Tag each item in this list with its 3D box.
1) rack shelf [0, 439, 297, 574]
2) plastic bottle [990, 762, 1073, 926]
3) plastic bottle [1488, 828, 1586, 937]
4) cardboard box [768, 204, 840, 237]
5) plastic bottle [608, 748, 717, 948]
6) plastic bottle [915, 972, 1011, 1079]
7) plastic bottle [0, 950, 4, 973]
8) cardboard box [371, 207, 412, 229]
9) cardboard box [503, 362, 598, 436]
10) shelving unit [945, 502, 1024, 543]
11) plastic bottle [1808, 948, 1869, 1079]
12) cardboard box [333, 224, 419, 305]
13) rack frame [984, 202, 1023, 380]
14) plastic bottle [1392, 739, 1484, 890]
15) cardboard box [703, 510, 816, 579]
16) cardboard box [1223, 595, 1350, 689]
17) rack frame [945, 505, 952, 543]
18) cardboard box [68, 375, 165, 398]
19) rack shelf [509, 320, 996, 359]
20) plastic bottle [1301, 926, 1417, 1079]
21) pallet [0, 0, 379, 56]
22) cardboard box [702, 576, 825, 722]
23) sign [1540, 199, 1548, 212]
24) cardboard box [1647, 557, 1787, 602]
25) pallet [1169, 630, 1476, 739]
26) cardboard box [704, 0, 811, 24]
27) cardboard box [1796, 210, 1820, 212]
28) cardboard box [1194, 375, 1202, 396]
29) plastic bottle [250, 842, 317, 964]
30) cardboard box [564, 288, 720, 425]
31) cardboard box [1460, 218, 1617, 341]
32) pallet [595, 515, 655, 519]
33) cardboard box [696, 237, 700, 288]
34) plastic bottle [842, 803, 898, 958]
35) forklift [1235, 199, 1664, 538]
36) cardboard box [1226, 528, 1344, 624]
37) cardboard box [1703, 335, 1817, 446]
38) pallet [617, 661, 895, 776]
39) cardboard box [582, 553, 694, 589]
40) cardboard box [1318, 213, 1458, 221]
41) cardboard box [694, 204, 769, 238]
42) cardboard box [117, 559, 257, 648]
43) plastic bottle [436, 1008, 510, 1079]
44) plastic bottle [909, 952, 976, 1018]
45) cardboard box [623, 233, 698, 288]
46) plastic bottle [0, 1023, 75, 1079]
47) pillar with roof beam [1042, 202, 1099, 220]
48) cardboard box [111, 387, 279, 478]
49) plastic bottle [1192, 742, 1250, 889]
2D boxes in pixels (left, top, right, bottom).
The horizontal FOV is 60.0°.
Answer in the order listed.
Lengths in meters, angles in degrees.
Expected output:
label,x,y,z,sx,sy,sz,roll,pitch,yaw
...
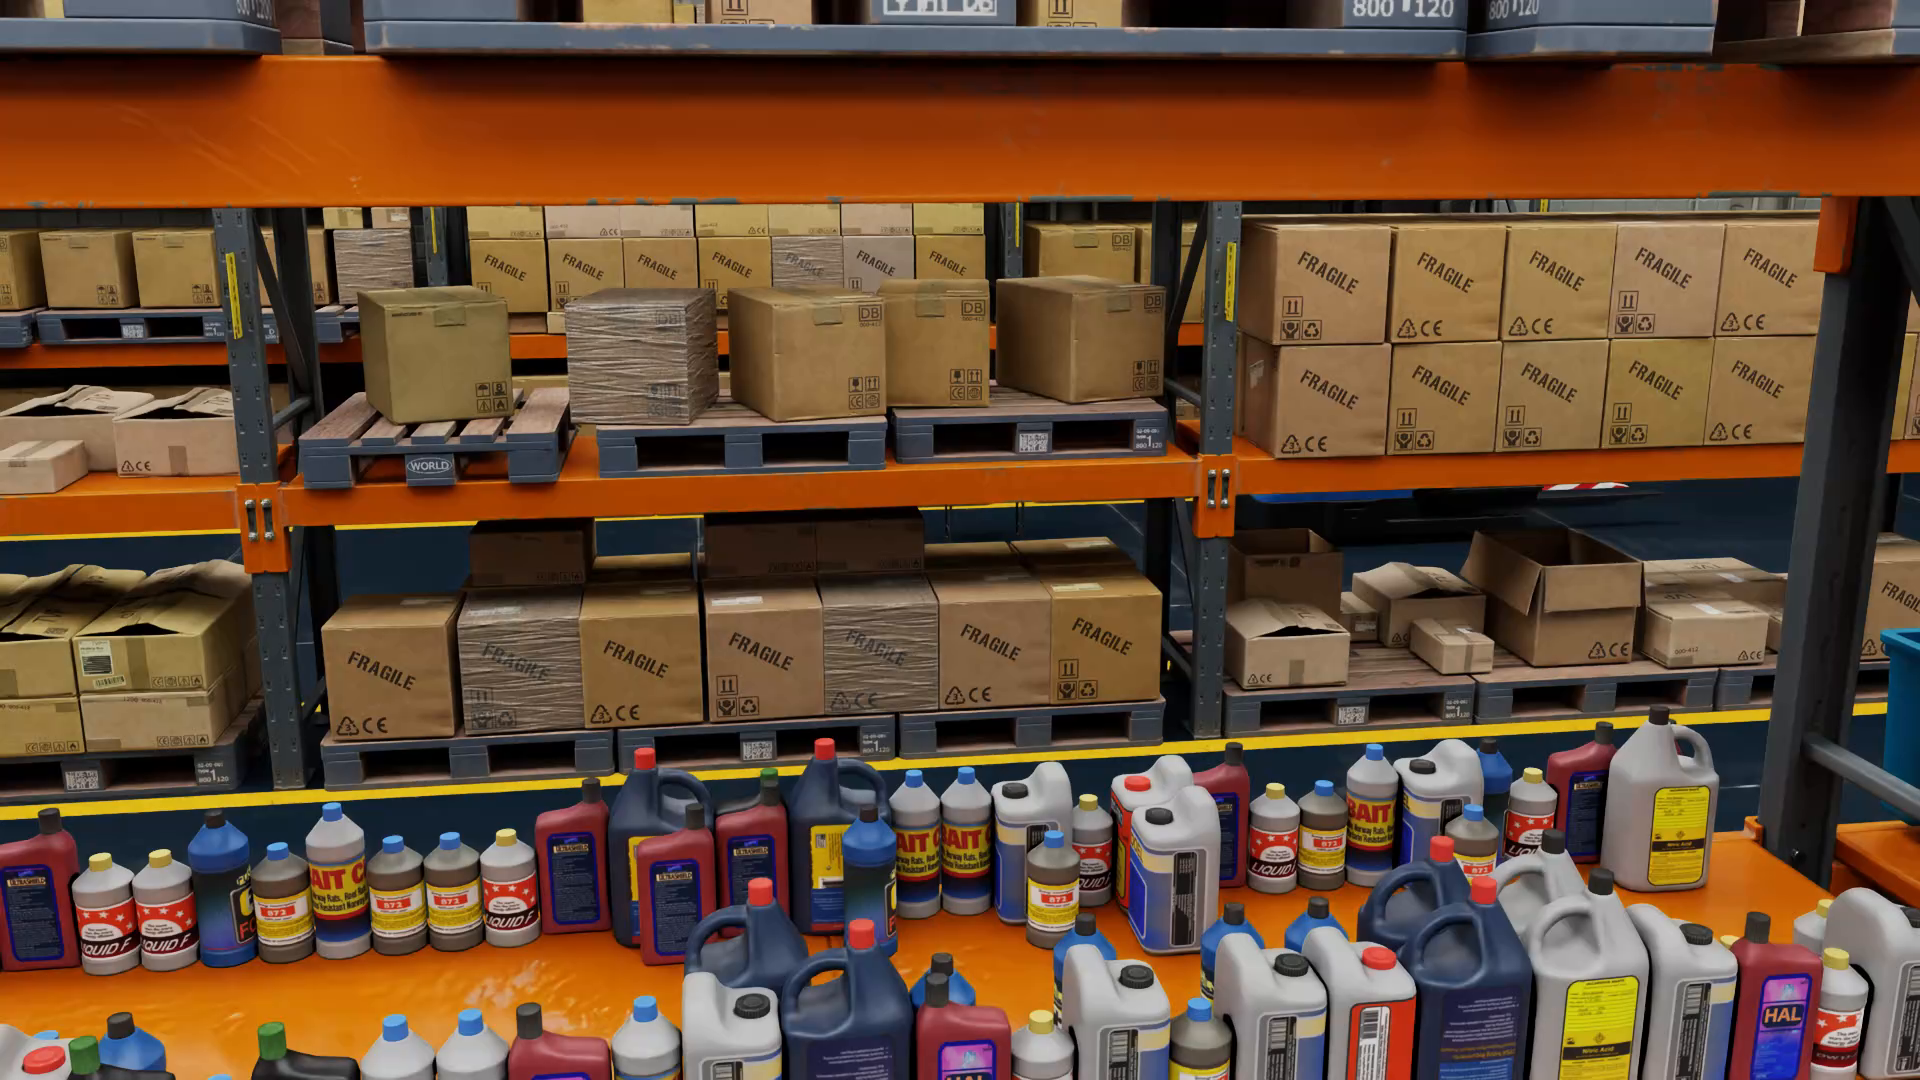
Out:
label,x,y,z,sx,sy,sz,roll,pitch,yaw
rack shelf,-4.877,-0.097,6.919,4.000,0.370,1.077,-2,14,-8
plastic bottle,0.130,0.556,3.094,0.135,0.276,0.152,-2,14,-8
plastic bottle,0.908,0.630,2.645,0.185,0.351,0.144,-2,14,-8
cardboard box,-1.121,-2.307,11.856,0.500,0.250,0.500,-2,14,-7
plastic bottle,-0.535,0.543,2.991,0.185,0.351,0.144,-2,14,-8
plastic bottle,0.004,0.741,2.339,0.133,0.283,0.061,-2,14,-8
plastic bottle,-1.712,0.653,2.860,0.097,0.201,0.097,0,14,0
cardboard box,-3.978,-2.266,11.648,0.250,0.149,0.380,-4,15,-16
cardboard box,-2.895,-0.865,12.062,0.750,0.750,0.750,-2,14,-9
shelving unit,0.164,-0.588,11.100,0.503,1.200,0.258,-2,14,-8
plastic bottle,1.338,0.728,2.561,0.097,0.201,0.097,0,14,0
cardboard box,-4.105,-1.952,11.728,0.500,0.500,0.700,-4,15,-15
rack frame,0.314,-1.854,12.450,0.127,3.000,1.000,-2,14,-8
plastic bottle,0.914,0.527,3.208,0.135,0.276,0.152,-2,14,-8
cardboard box,-0.944,-0.014,7.804,0.500,0.250,0.500,-2,14,-9
cardboard box,1.503,0.465,7.826,0.500,0.311,0.500,-2,14,-8
rack frame,-0.078,-0.579,11.065,0.015,1.200,0.240,-2,14,-8
cardboard box,-5.923,-0.996,11.721,0.500,0.250,0.500,-3,14,-10
rack shelf,-1.664,-1.433,12.248,4.000,0.370,1.077,-2,14,-8
plastic bottle,0.588,0.712,2.470,0.135,0.276,0.152,-2,14,-8
pallet,-1.395,-0.694,2.044,1.213,0.211,1.003,-2,14,-8
cardboard box,-0.878,0.476,7.392,0.500,0.500,0.500,-3,14,-10
sign,4.336,-2.545,12.335,0.005,0.325,0.100,-2,14,-8
cardboard box,3.937,0.282,8.679,0.500,0.250,0.500,-2,14,-8
pallet,1.735,0.665,8.136,1.213,0.211,1.003,-2,14,-8
cardboard box,-0.772,-2.369,7.061,0.600,0.600,0.600,-3,14,-11
cardboard box,4.533,-1.389,8.332,0.500,0.500,0.500,-2,14,-7
cardboard box,1.951,-1.150,12.583,0.250,0.149,0.380,-3,14,-10
plastic bottle,-1.195,0.634,2.936,0.097,0.201,0.097,0,14,0
cardboard box,-1.361,-0.807,7.206,0.500,0.500,0.700,1,14,2
cardboard box,2.582,-1.183,7.512,0.500,0.500,0.500,-3,14,-10
pallet,-2.851,-0.367,12.252,1.213,0.211,1.003,-2,14,-8
cardboard box,-1.702,-2.046,12.357,0.500,0.500,0.500,-2,14,-7
plastic bottle,-0.159,0.598,2.937,0.097,0.271,0.097,0,14,0
forklift,3.369,-1.546,11.361,3.031,2.935,1.130,-2,14,-10
cardboard box,1.577,0.247,8.304,0.500,0.500,0.500,-2,14,-8
cardboard box,3.602,-0.738,7.794,0.500,0.500,0.500,-2,14,-8
pallet,-0.952,0.773,7.705,1.213,0.211,1.003,-2,14,-8
cardboard box,-1.498,0.372,7.806,0.500,0.500,0.500,-3,14,-10
cardboard box,2.023,-1.296,7.963,0.500,0.500,0.500,-2,14,-9
cardboard box,-1.625,-2.289,11.782,0.500,0.250,0.500,-2,14,-9
cardboard box,-3.461,0.288,7.542,0.500,0.311,0.500,-2,14,-6
plastic bottle,-0.657,0.767,2.261,0.097,0.271,0.097,0,14,0
plastic bottle,-0.026,0.729,2.413,0.097,0.271,0.097,0,14,0
cardboard box,-2.113,-1.902,11.783,0.500,0.500,0.500,-2,14,-9
plastic bottle,-1.232,0.779,2.204,0.135,0.276,0.152,-2,14,-8
pillar with roof beam,1.519,-3.962,8.521,0.400,9.000,9.100,-2,14,-8
cardboard box,-3.266,-0.472,7.121,0.500,0.311,0.500,-1,14,-5
plastic bottle,0.485,0.528,3.189,0.133,0.283,0.061,-2,14,-8
